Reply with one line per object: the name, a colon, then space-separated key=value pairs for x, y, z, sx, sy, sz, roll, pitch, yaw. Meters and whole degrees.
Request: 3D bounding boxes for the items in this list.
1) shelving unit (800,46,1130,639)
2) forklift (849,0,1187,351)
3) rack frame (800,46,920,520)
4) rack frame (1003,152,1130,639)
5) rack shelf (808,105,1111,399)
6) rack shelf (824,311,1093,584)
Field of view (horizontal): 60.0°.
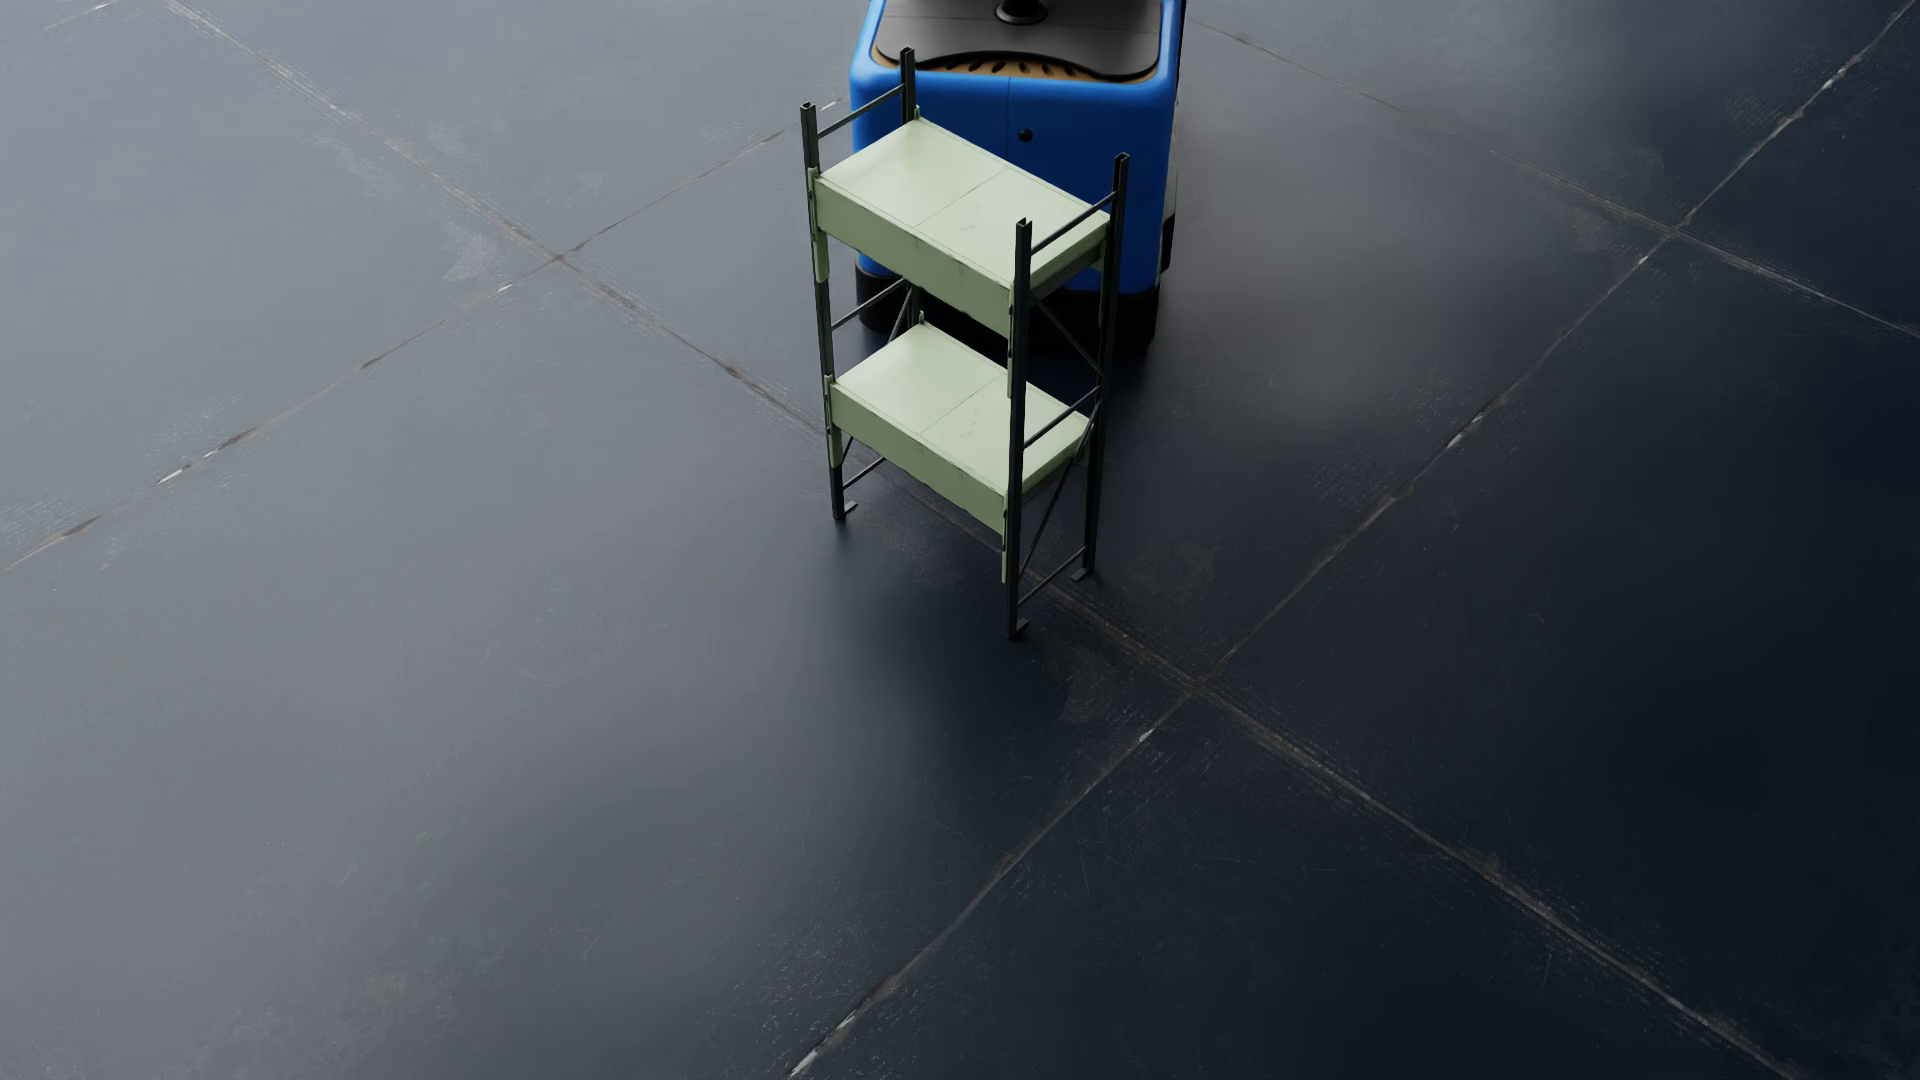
shelving unit: x=0.005 y=-0.510 z=4.700 sx=0.755 sy=1.500 sz=0.431 roll=34 pitch=55 yaw=28
forklift: x=0.330 y=-2.740 z=5.813 sx=1.130 sy=2.935 sz=3.031 roll=5 pitch=47 yaw=5
rack frame: x=-0.264 y=-0.691 z=4.870 sx=0.023 sy=1.500 sz=0.400 roll=34 pitch=55 yaw=28
rack frame: x=0.274 y=-0.329 z=4.530 sx=0.023 sy=1.500 sz=0.400 roll=34 pitch=55 yaw=28
rack shelf: x=0.005 y=-0.777 z=4.416 sx=0.720 sy=0.370 sz=0.431 roll=34 pitch=55 yaw=28
rack shelf: x=0.005 y=-0.287 z=4.938 sx=0.720 sy=0.370 sz=0.431 roll=34 pitch=55 yaw=28
